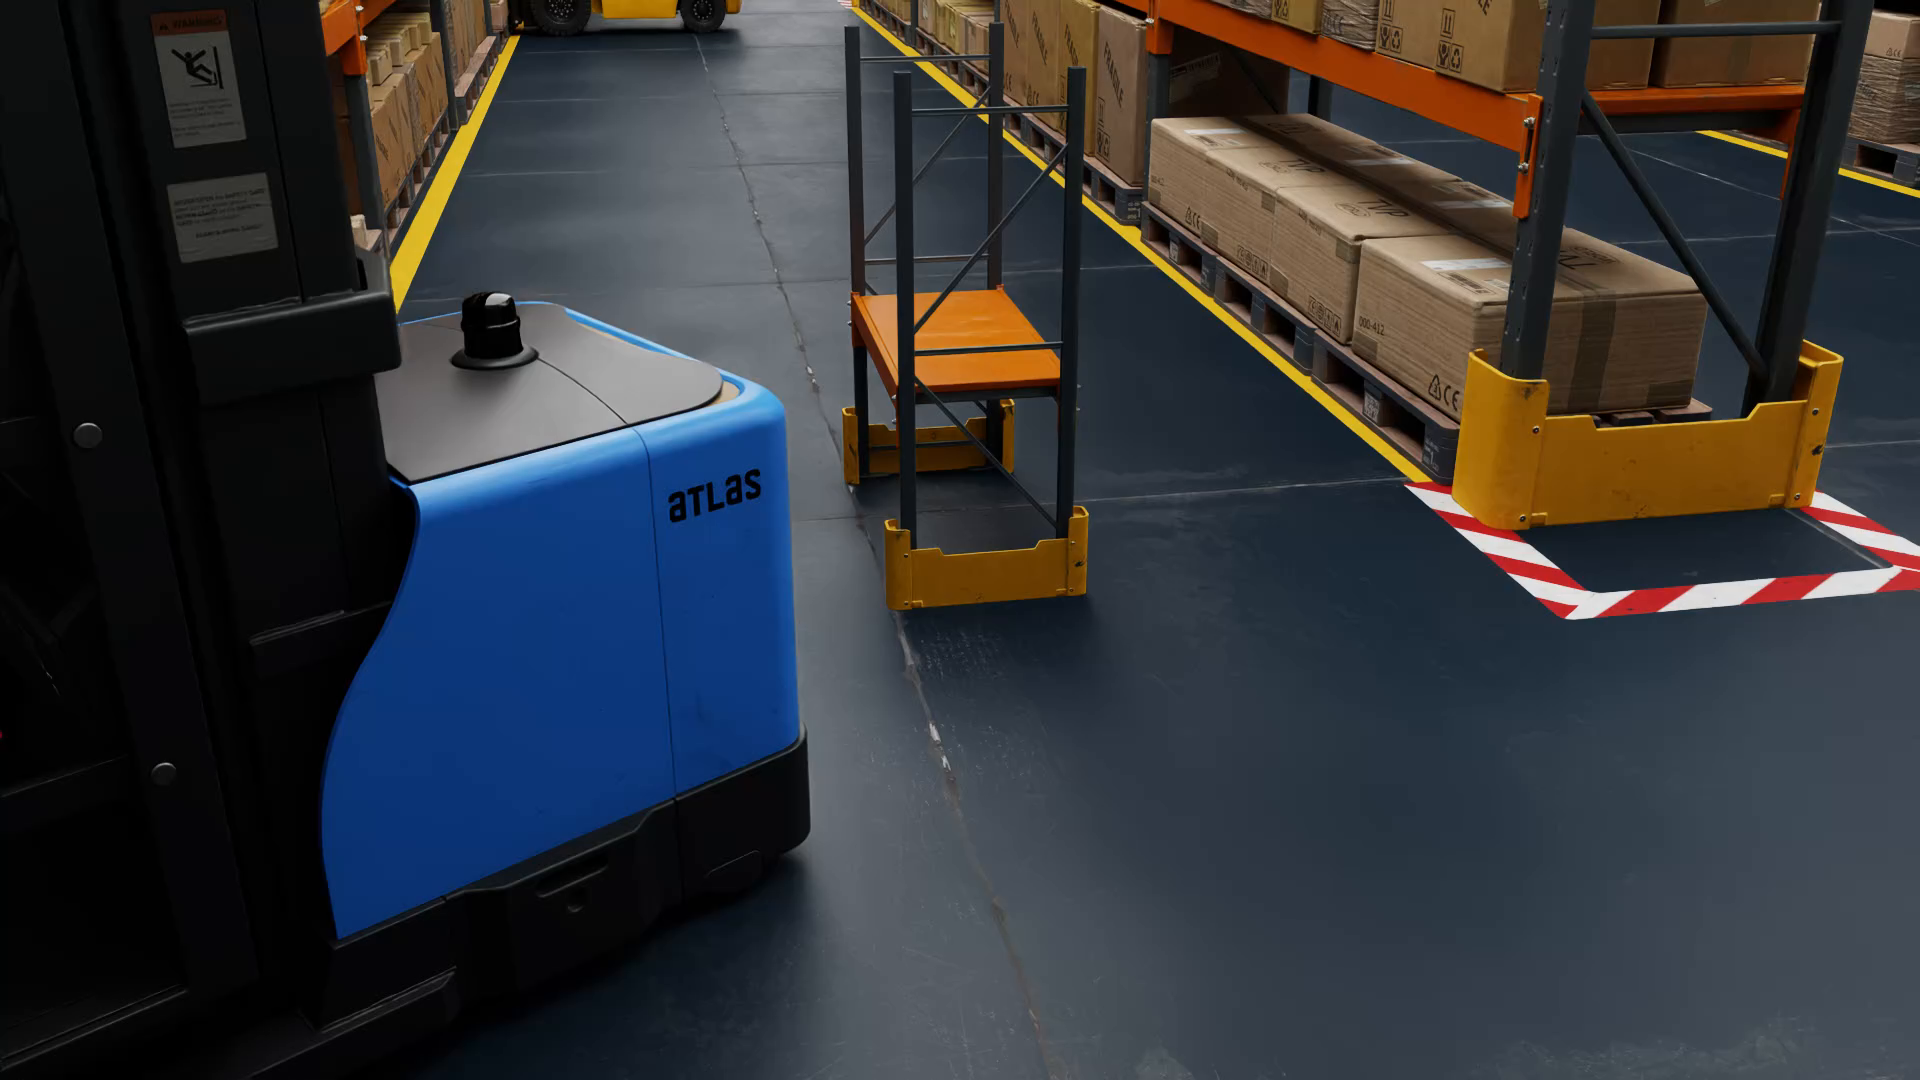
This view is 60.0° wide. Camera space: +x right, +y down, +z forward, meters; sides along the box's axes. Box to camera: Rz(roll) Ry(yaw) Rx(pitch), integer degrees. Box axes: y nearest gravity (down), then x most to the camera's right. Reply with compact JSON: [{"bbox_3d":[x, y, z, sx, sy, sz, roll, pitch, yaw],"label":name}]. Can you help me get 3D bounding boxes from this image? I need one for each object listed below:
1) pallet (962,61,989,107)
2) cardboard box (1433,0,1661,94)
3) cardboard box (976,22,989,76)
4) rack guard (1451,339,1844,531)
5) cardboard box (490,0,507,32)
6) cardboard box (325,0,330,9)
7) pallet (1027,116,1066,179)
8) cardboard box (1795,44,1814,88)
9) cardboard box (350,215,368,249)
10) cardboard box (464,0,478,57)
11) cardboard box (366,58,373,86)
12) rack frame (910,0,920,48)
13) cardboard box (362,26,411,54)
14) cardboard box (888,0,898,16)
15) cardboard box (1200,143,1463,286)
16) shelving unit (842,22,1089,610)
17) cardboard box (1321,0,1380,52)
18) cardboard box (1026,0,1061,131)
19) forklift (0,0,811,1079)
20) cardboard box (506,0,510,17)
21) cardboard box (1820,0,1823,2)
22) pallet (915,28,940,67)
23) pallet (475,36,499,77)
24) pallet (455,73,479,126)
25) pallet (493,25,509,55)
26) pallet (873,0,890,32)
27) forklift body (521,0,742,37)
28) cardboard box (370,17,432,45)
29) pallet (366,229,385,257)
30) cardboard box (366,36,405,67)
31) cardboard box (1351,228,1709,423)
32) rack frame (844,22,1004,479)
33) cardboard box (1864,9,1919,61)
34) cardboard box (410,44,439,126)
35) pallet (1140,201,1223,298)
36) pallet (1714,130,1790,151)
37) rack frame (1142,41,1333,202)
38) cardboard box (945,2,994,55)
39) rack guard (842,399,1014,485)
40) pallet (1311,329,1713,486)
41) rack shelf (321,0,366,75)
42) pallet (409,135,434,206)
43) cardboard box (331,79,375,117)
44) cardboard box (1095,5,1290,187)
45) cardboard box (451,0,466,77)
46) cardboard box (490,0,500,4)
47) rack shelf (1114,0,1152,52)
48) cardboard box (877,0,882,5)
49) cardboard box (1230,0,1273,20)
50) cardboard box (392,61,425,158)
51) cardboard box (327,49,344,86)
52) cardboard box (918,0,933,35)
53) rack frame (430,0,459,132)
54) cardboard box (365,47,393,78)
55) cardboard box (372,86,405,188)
[{"bbox_3d":[0.616,-3.696,13.450,1.003,0.211,1.213,-4,24,-10],"label":"pallet"},{"bbox_3d":[1.889,-1.736,5.352,0.500,0.500,0.500,-4,24,-9],"label":"cardboard box"},{"bbox_3d":[0.664,-3.878,13.140,0.950,0.372,0.625,-6,24,-13],"label":"cardboard box"},{"bbox_3d":[2.243,-0.365,5.461,1.175,0.500,0.348,-4,24,-10],"label":"rack guard"},{"bbox_3d":[-4.622,-5.019,15.904,0.500,0.250,0.500,-4,24,-9],"label":"cardboard box"},{"bbox_3d":[-3.002,-2.402,7.316,0.380,0.149,0.250,-4,24,-8],"label":"cardboard box"},{"bbox_3d":[1.053,-2.594,10.927,1.003,0.211,1.213,-4,24,-10],"label":"pallet"},{"bbox_3d":[5.866,-3.021,11.017,0.500,0.500,0.500,-5,24,-11],"label":"cardboard box"},{"bbox_3d":[-2.987,-1.413,7.775,0.380,0.149,0.250,-5,24,-11],"label":"cardboard box"},{"bbox_3d":[-4.615,-4.465,14.169,0.875,0.625,0.625,-5,24,-10],"label":"cardboard box"},{"bbox_3d":[-3.433,-2.540,9.105,0.380,0.149,0.250,-5,24,-11],"label":"cardboard box"},{"bbox_3d":[0.019,-6.240,15.790,1.000,3.000,0.127,-4,24,-10],"label":"rack frame"},{"bbox_3d":[-3.688,-3.148,10.497,0.380,0.149,0.250,-4,24,-8],"label":"cardboard box"},{"bbox_3d":[-0.462,-5.594,17.221,0.500,0.250,0.500,-5,24,-11],"label":"cardboard box"},{"bbox_3d":[1.676,-1.505,7.624,0.875,0.438,0.875,-5,24,-11],"label":"cardboard box"},{"bbox_3d":[-0.014,-0.717,5.018,0.587,1.500,1.083,-4,24,-10],"label":"shelving unit"},{"bbox_3d":[1.706,-2.136,6.269,0.500,0.500,0.500,-4,24,-8],"label":"cardboard box"},{"bbox_3d":[0.966,-3.257,11.089,0.875,0.875,0.875,-4,24,-9],"label":"cardboard box"},{"bbox_3d":[-1.757,-0.394,2.490,3.031,2.935,1.130,-20,30,-38],"label":"forklift"},{"bbox_3d":[-4.841,-5.418,16.818,0.500,0.250,0.500,-4,24,-9],"label":"cardboard box"},{"bbox_3d":[5.765,-3.574,11.348,0.500,0.250,0.500,-5,24,-12],"label":"cardboard box"},{"bbox_3d":[0.165,-4.656,15.647,1.003,0.211,1.213,-4,24,-10],"label":"pallet"},{"bbox_3d":[-4.683,-4.307,14.847,1.003,0.211,1.213,-4,24,-10],"label":"pallet"},{"bbox_3d":[-4.232,-3.347,12.649,1.003,0.211,1.213,-4,24,-10],"label":"pallet"},{"bbox_3d":[-4.964,-4.909,16.227,1.003,0.211,1.213,-4,24,-10],"label":"pallet"},{"bbox_3d":[-0.368,-5.705,18.048,1.003,0.211,1.213,-4,24,-10],"label":"pallet"},{"bbox_3d":[-3.454,-6.445,17.319,2.313,2.155,1.214,-4,24,-10],"label":"forklift body"},{"bbox_3d":[-3.697,-3.362,10.987,0.380,0.149,0.250,-6,24,-12],"label":"cardboard box"},{"bbox_3d":[-3.253,-1.176,7.680,1.003,0.211,1.213,-4,24,-10],"label":"pallet"},{"bbox_3d":[-3.560,-2.943,10.029,0.380,0.149,0.250,-5,24,-12],"label":"cardboard box"},{"bbox_3d":[2.018,-0.791,5.989,0.875,0.438,0.875,-5,24,-12],"label":"cardboard box"},{"bbox_3d":[-0.110,-0.921,5.484,0.500,1.500,0.032,-4,24,-10],"label":"rack frame"},{"bbox_3d":[5.959,-3.164,10.409,0.500,0.250,0.500,-5,24,-11],"label":"cardboard box"},{"bbox_3d":[-3.747,-2.997,10.963,0.500,0.500,0.500,-5,24,-11],"label":"cardboard box"},{"bbox_3d":[1.562,-1.511,8.445,1.003,0.211,1.213,-4,24,-10],"label":"pallet"},{"bbox_3d":[5.970,-3.009,11.875,1.003,0.211,1.213,-4,24,-10],"label":"pallet"},{"bbox_3d":[1.499,-3.093,8.585,1.000,3.000,0.127,-4,24,-10],"label":"rack frame"},{"bbox_3d":[0.385,-4.466,14.487,0.950,0.372,0.625,-4,24,-8],"label":"cardboard box"},{"bbox_3d":[-0.106,-0.340,5.717,0.587,0.250,0.087,-4,24,-10],"label":"rack guard"},{"bbox_3d":[2.014,-0.551,6.248,1.003,0.211,1.213,-4,24,-10],"label":"pallet"},{"bbox_3d":[-3.009,-1.608,6.084,1.077,0.370,4.000,-4,24,-10],"label":"rack shelf"},{"bbox_3d":[-3.795,-2.245,10.126,1.003,0.211,1.213,-4,24,-10],"label":"pallet"},{"bbox_3d":[-3.183,-2.230,8.395,0.380,0.149,0.250,-3,24,-7],"label":"cardboard box"},{"bbox_3d":[1.305,-2.550,9.471,0.875,0.875,0.875,-4,24,-8],"label":"cardboard box"},{"bbox_3d":[-4.349,-3.905,12.886,0.875,0.625,0.625,-4,24,-8],"label":"cardboard box"},{"bbox_3d":[-4.644,-5.246,15.800,0.500,0.250,0.500,-4,24,-10],"label":"cardboard box"},{"bbox_3d":[1.129,-3.550,10.530,1.077,0.370,4.000,-4,24,-10],"label":"rack shelf"},{"bbox_3d":[-0.643,-5.993,18.135,0.500,0.250,0.500,-3,24,-6],"label":"cardboard box"},{"bbox_3d":[1.503,-2.541,7.195,0.500,0.500,0.500,-4,24,-9],"label":"cardboard box"},{"bbox_3d":[-3.533,-2.588,10.027,0.500,0.500,0.500,-5,24,-12],"label":"cardboard box"},{"bbox_3d":[-3.243,-2.361,8.326,0.380,0.149,0.250,-5,24,-11],"label":"cardboard box"},{"bbox_3d":[0.119,-5.022,15.760,0.950,0.372,0.625,-4,24,-9],"label":"cardboard box"},{"bbox_3d":[-4.118,-4.298,11.343,1.000,3.000,0.127,-4,24,-10],"label":"rack frame"},{"bbox_3d":[-3.487,-2.739,9.561,0.380,0.149,0.250,-3,24,-8],"label":"cardboard box"},{"bbox_3d":[-3.355,-2.187,9.109,0.500,0.500,0.500,-5,24,-10],"label":"cardboard box"}]
